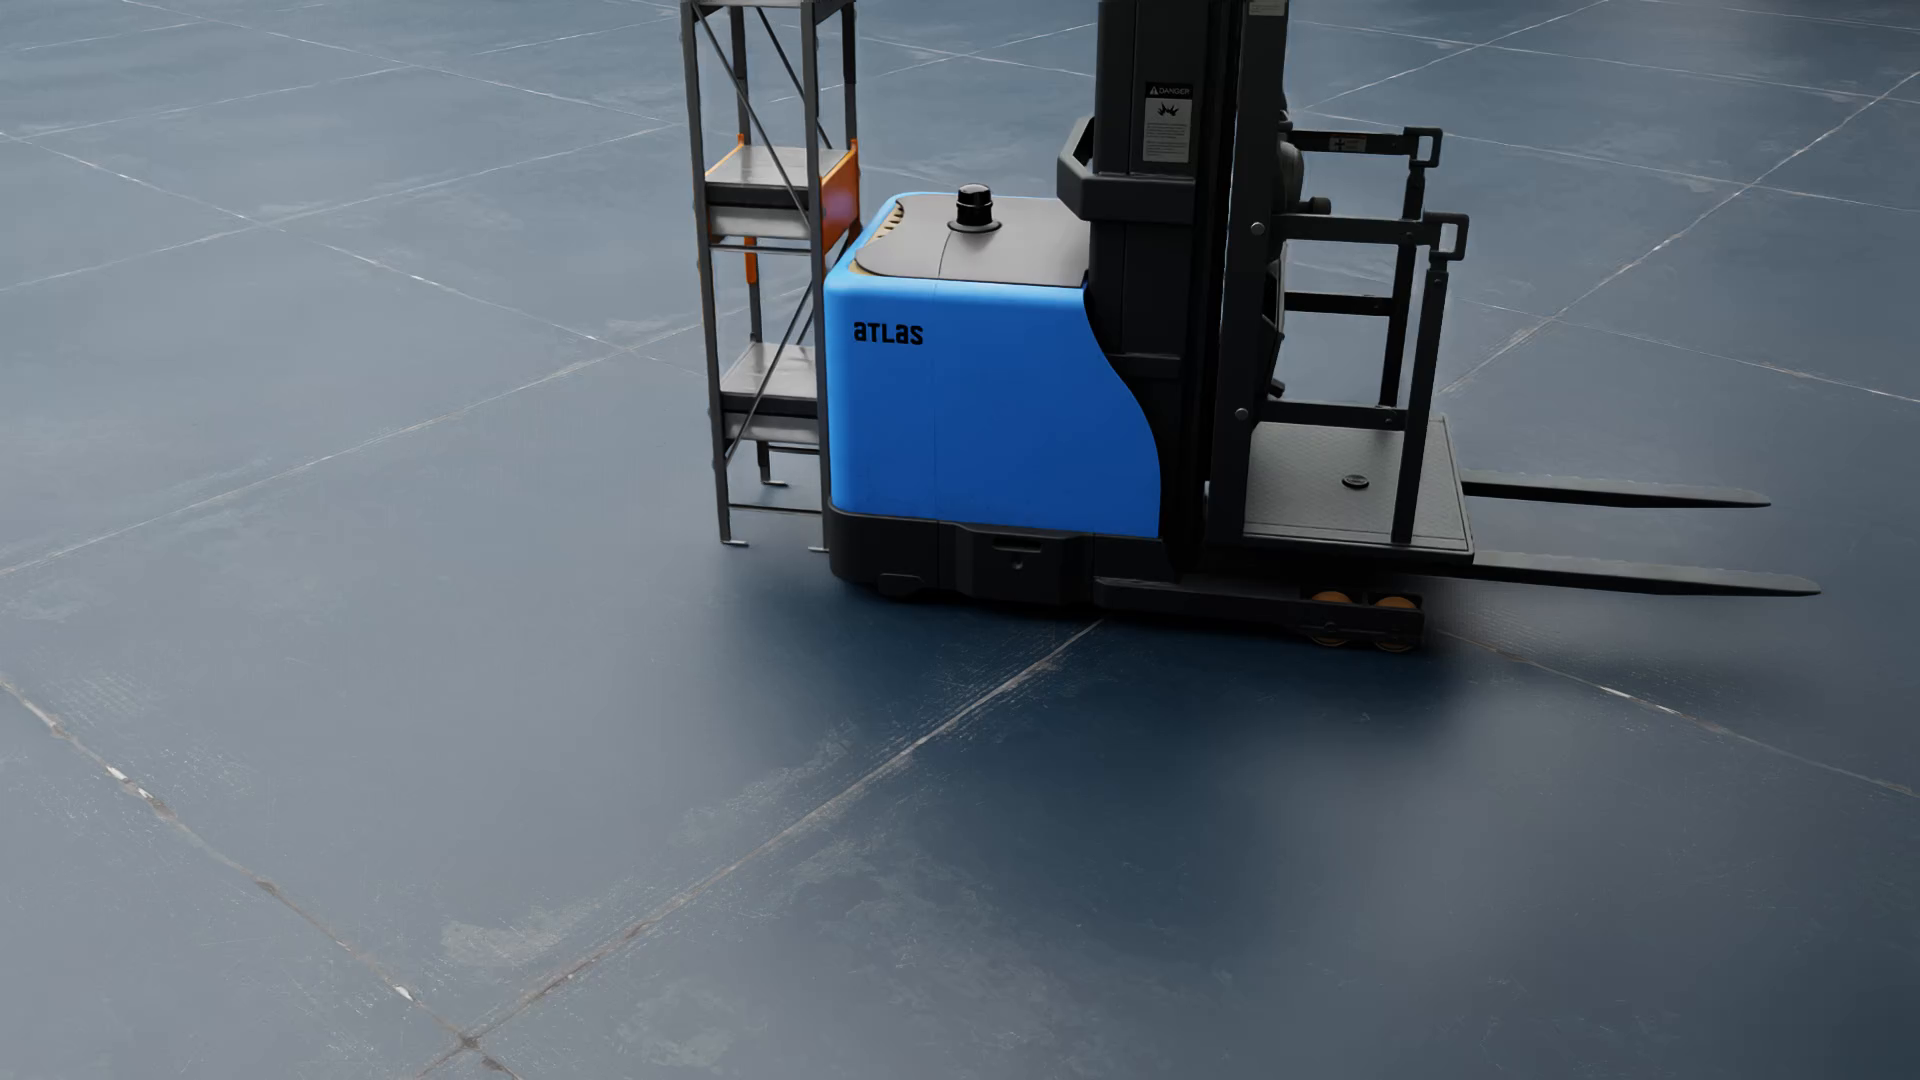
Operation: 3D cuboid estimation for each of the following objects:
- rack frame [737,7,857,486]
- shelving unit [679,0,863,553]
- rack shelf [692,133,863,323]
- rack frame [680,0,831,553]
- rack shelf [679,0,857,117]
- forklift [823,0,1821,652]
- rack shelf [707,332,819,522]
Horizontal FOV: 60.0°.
[{"bbox_3d":[-0.539,-1.126,5.641,0.400,2.100,0.015,5,28,9],"label":"rack frame"},{"bbox_3d":[-0.583,-1.016,5.428,0.431,2.100,0.503,5,28,9],"label":"shelving unit"},{"bbox_3d":[-0.583,-1.003,5.434,0.431,0.518,0.480,5,28,9],"label":"rack shelf"},{"bbox_3d":[-0.627,-0.905,5.215,0.400,2.100,0.015,5,28,9],"label":"rack frame"},{"bbox_3d":[-0.583,-1.625,5.113,0.431,0.518,0.480,5,28,9],"label":"rack shelf"},{"bbox_3d":[1.143,-1.224,4.926,3.031,2.935,1.130,5,28,9],"label":"forklift"},{"bbox_3d":[-0.583,-0.382,5.756,0.431,0.518,0.480,5,28,9],"label":"rack shelf"}]
